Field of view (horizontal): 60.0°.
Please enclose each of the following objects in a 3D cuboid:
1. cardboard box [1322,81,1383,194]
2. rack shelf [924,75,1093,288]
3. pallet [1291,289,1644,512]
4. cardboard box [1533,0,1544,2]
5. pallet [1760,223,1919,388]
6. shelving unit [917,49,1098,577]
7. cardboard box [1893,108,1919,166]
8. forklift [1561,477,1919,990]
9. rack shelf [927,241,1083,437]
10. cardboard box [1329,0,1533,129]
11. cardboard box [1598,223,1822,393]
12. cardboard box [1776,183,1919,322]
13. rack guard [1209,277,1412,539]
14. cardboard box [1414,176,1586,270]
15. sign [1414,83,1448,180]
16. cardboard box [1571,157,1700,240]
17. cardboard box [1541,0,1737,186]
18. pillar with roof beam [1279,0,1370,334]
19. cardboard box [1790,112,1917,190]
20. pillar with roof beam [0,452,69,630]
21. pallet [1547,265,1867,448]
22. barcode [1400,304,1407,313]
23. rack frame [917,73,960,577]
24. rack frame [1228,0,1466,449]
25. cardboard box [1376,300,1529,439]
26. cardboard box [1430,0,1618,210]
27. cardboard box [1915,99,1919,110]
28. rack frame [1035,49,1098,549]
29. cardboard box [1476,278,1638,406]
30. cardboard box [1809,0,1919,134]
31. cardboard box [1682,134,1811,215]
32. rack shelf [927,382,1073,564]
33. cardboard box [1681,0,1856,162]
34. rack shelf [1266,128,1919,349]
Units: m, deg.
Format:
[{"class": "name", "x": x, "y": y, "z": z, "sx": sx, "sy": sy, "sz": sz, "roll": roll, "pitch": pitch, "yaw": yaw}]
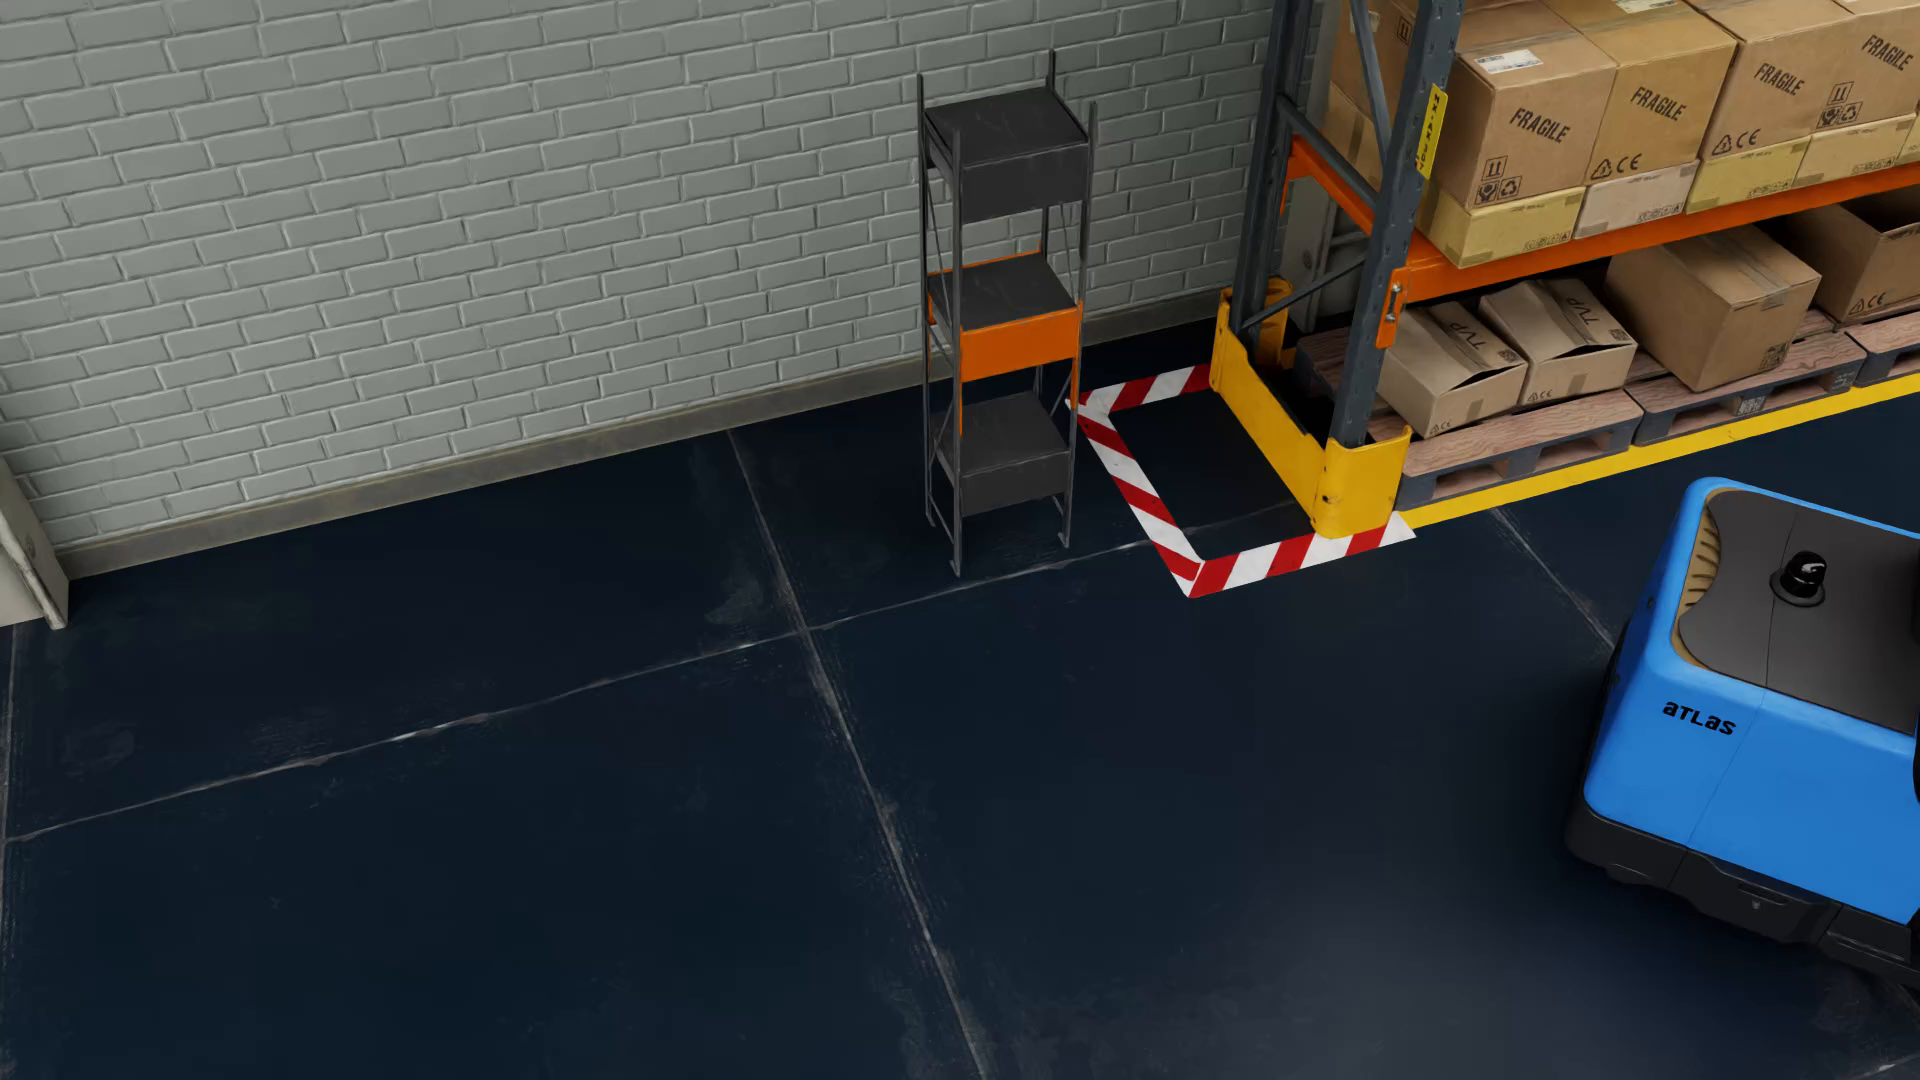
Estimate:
[{"class": "cardboard box", "x": 1.810, "y": -1.658, "z": 6.686, "sx": 0.500, "sy": 0.250, "sz": 0.500, "roll": -14, "pitch": 47, "yaw": -13}, {"class": "rack shelf", "x": 0.156, "y": -1.266, "z": 5.869, "sx": 0.480, "sy": 0.518, "sz": 0.431, "roll": -14, "pitch": 47, "yaw": -14}, {"class": "pallet", "x": 2.284, "y": -0.668, "z": 7.576, "sx": 1.213, "sy": 0.211, "sz": 1.003, "roll": -14, "pitch": 47, "yaw": -14}, {"class": "cardboard box", "x": 2.284, "y": -2.051, "z": 6.548, "sx": 0.500, "sy": 0.500, "sz": 0.500, "roll": -14, "pitch": 47, "yaw": -13}, {"class": "pallet", "x": 4.579, "y": -1.255, "z": 8.161, "sx": 1.213, "sy": 0.211, "sz": 1.003, "roll": -14, "pitch": 47, "yaw": -14}, {"class": "shelving unit", "x": 0.156, "y": -0.781, "z": 6.355, "sx": 0.503, "sy": 2.100, "sz": 0.431, "roll": -14, "pitch": 47, "yaw": -14}, {"class": "cardboard box", "x": 3.917, "y": -1.817, "z": 6.844, "sx": 0.500, "sy": 0.250, "sz": 0.500, "roll": -15, "pitch": 47, "yaw": -14}, {"class": "forklift", "x": 3.693, "y": 0.248, "z": 4.743, "sx": 3.031, "sy": 2.935, "sz": 1.130, "roll": 19, "pitch": 48, "yaw": 18}, {"class": "rack shelf", "x": 0.156, "y": -0.771, "z": 6.365, "sx": 0.480, "sy": 0.518, "sz": 0.431, "roll": -14, "pitch": 47, "yaw": -14}, {"class": "cardboard box", "x": 1.808, "y": -1.936, "z": 6.433, "sx": 0.500, "sy": 0.500, "sz": 0.500, "roll": -15, "pitch": 47, "yaw": -14}, {"class": "cardboard box", "x": 3.361, "y": -1.122, "z": 7.514, "sx": 0.500, "sy": 0.500, "sz": 0.700, "roll": -17, "pitch": 48, "yaw": -16}, {"class": "cardboard box", "x": 4.236, "y": -1.421, "z": 7.812, "sx": 0.500, "sy": 0.500, "sz": 0.500, "roll": -18, "pitch": 48, "yaw": -17}, {"class": "rack guard", "x": 1.508, "y": -0.598, "z": 7.302, "sx": 0.348, "sy": 0.500, "sz": 1.175, "roll": -14, "pitch": 47, "yaw": -14}, {"class": "cardboard box", "x": 2.003, "y": -1.322, "z": 6.351, "sx": 0.500, "sy": 0.250, "sz": 0.500, "roll": -16, "pitch": 47, "yaw": -15}, {"class": "sign", "x": 1.621, "y": -1.406, "z": 5.732, "sx": 0.005, "sy": 0.325, "sz": 0.100, "roll": -14, "pitch": 47, "yaw": -14}, {"class": "cardboard box", "x": 2.487, "y": -1.457, "z": 6.485, "sx": 0.500, "sy": 0.250, "sz": 0.500, "roll": -16, "pitch": 47, "yaw": -15}, {"class": "cardboard box", "x": 2.456, "y": -1.708, "z": 6.206, "sx": 0.500, "sy": 0.500, "sz": 0.500, "roll": -14, "pitch": 47, "yaw": -14}, {"class": "pillar with roof beam", "x": 3.263, "y": -1.457, "z": 2.158, "sx": 0.400, "sy": 9.000, "sz": 9.100, "roll": -14, "pitch": 47, "yaw": -14}, {"class": "cardboard box", "x": 3.444, "y": -1.695, "z": 6.723, "sx": 0.500, "sy": 0.250, "sz": 0.500, "roll": -14, "pitch": 47, "yaw": -14}, {"class": "pillar with roof beam", "x": -2.381, "y": -0.014, "z": 0.720, "sx": 0.400, "sy": 9.000, "sz": 9.100, "roll": -14, "pitch": 47, "yaw": -14}, {"class": "pallet", "x": 3.430, "y": -0.959, "z": 7.866, "sx": 1.213, "sy": 0.211, "sz": 1.003, "roll": -14, "pitch": 47, "yaw": -14}, {"class": "barcode", "x": 1.999, "y": -1.049, "z": 7.568, "sx": 0.075, "sy": 0.075, "sz": 0.001, "roll": -14, "pitch": 47, "yaw": -14}, {"class": "rack frame", "x": -0.074, "y": -0.722, "z": 6.297, "sx": 0.015, "sy": 2.100, "sz": 0.400, "roll": -14, "pitch": 47, "yaw": -14}, {"class": "rack frame", "x": 1.437, "y": -1.462, "z": 6.399, "sx": 0.127, "sy": 3.000, "sz": 1.000, "roll": -14, "pitch": 47, "yaw": -14}, {"class": "cardboard box", "x": 2.118, "y": -0.775, "z": 7.301, "sx": 0.500, "sy": 0.311, "sz": 0.500, "roll": -19, "pitch": 48, "yaw": -18}, {"class": "cardboard box", "x": 1.988, "y": -1.596, "z": 6.094, "sx": 0.500, "sy": 0.500, "sz": 0.500, "roll": -14, "pitch": 47, "yaw": -14}, {"class": "cardboard box", "x": 3.914, "y": -2.086, "z": 6.582, "sx": 0.500, "sy": 0.500, "sz": 0.500, "roll": -16, "pitch": 47, "yaw": -15}, {"class": "rack frame", "x": 0.385, "y": -0.840, "z": 6.414, "sx": 0.015, "sy": 2.100, "sz": 0.400, "roll": -14, "pitch": 47, "yaw": -14}, {"class": "cardboard box", "x": 2.654, "y": -0.912, "z": 7.438, "sx": 0.500, "sy": 0.311, "sz": 0.500, "roll": -11, "pitch": 46, "yaw": -11}, {"class": "cardboard box", "x": 3.425, "y": -1.960, "z": 6.457, "sx": 0.500, "sy": 0.500, "sz": 0.500, "roll": -13, "pitch": 47, "yaw": -13}, {"class": "cardboard box", "x": 2.968, "y": -1.575, "z": 6.603, "sx": 0.500, "sy": 0.250, "sz": 0.500, "roll": -15, "pitch": 47, "yaw": -14}, {"class": "rack shelf", "x": 0.156, "y": -0.277, "z": 6.861, "sx": 0.480, "sy": 0.518, "sz": 0.431, "roll": -14, "pitch": 47, "yaw": -14}, {"class": "cardboard box", "x": 2.944, "y": -1.828, "z": 6.326, "sx": 0.500, "sy": 0.500, "sz": 0.500, "roll": -16, "pitch": 47, "yaw": -15}, {"class": "rack shelf", "x": 3.318, "y": -1.689, "z": 7.133, "sx": 4.000, "sy": 0.370, "sz": 1.077, "roll": -14, "pitch": 47, "yaw": -14}]
